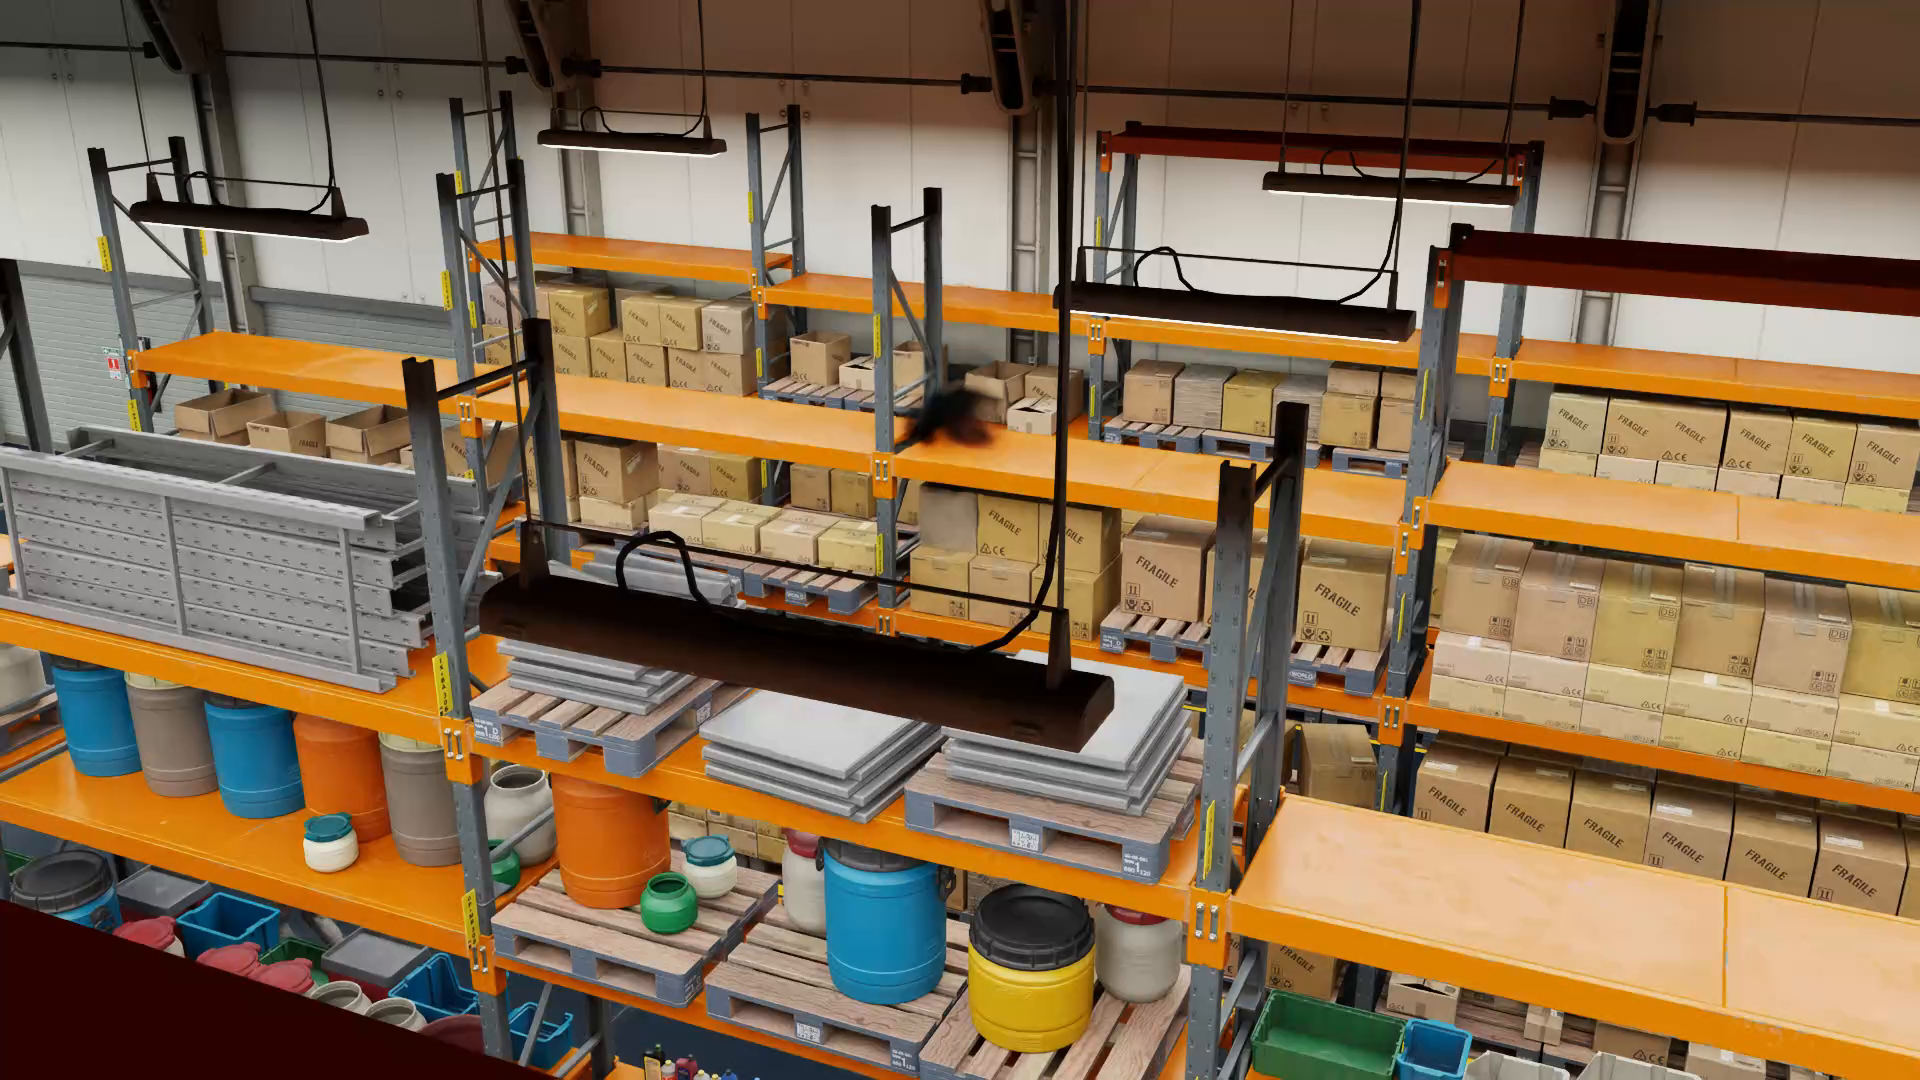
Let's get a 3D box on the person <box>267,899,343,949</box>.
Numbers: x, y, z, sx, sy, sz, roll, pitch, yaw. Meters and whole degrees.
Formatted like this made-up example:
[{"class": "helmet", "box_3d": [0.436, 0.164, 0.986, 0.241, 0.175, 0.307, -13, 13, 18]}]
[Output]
[{"class": "person", "box_3d": [-5.155, 2.697, 12.979, 0.734, 1.823, 0.677, 7, 22, 17]}]
